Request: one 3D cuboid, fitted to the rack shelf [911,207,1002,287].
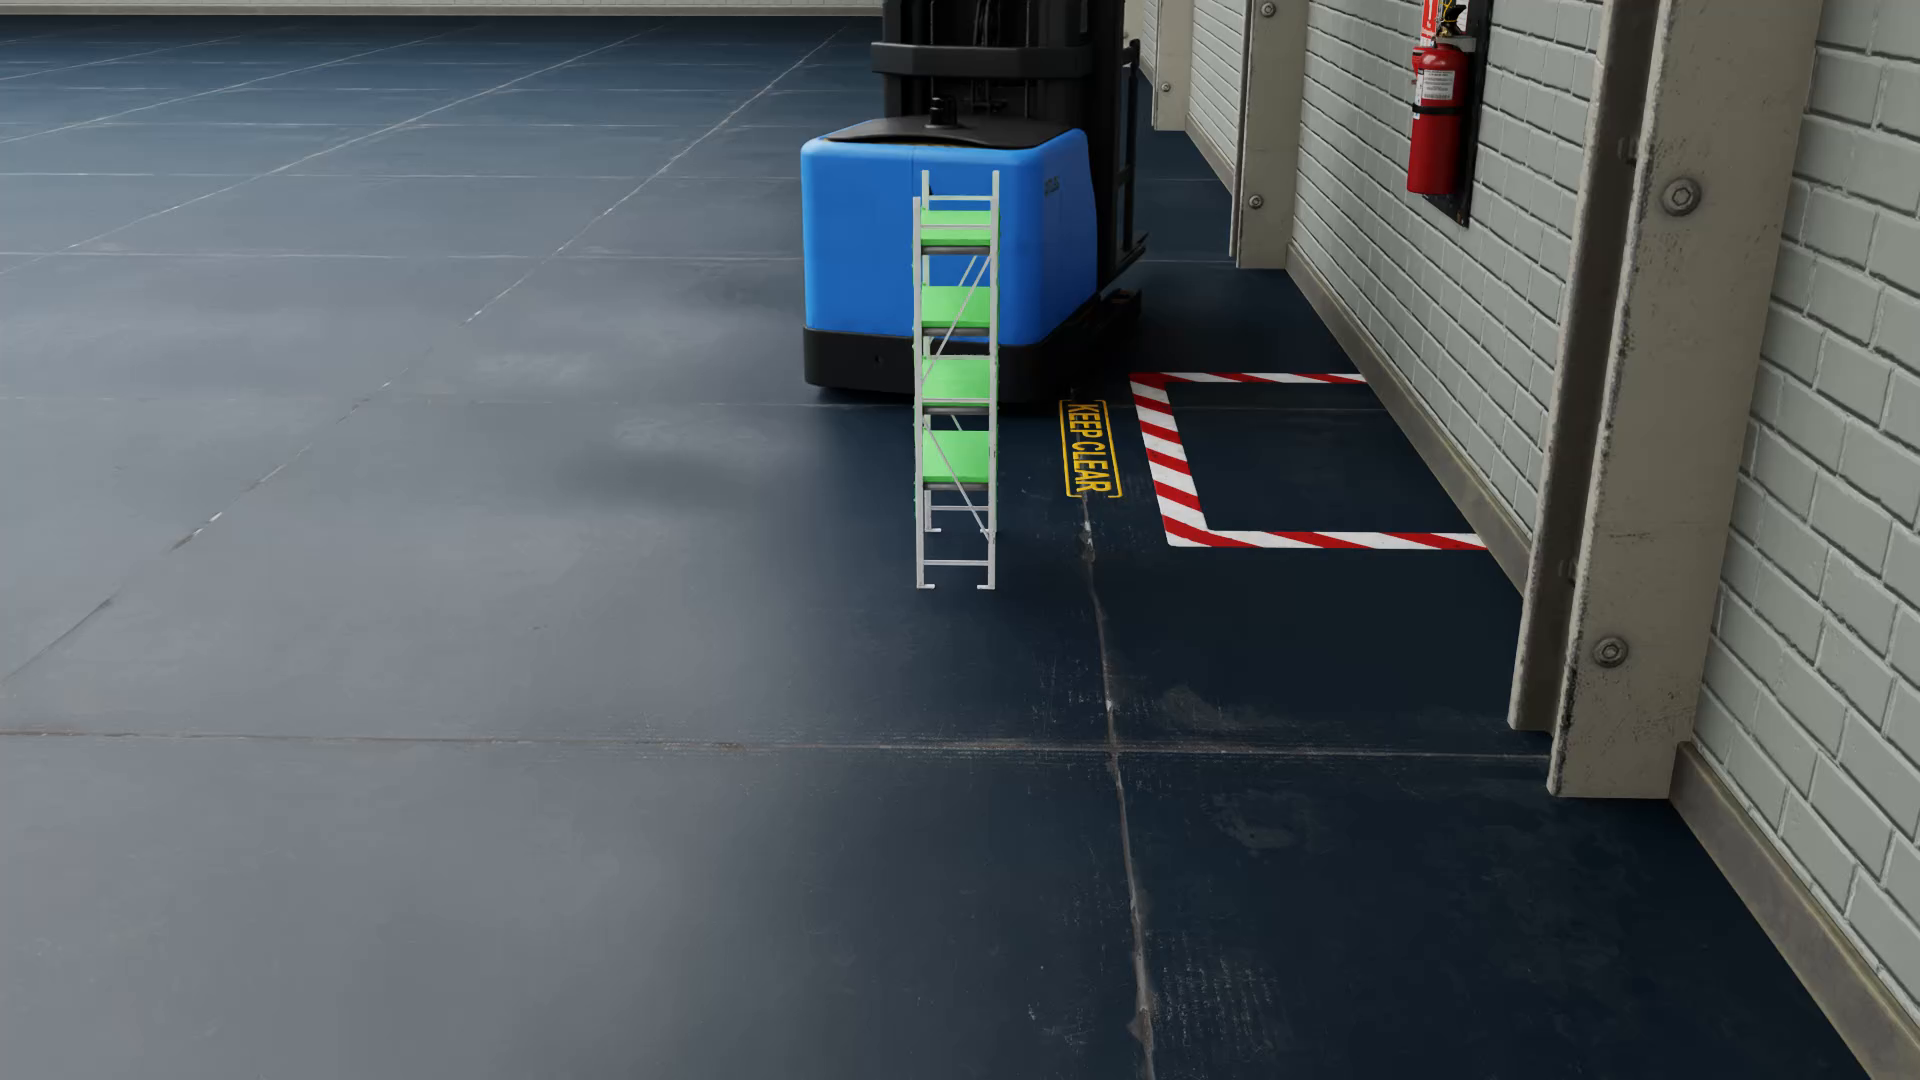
[{"bbox_3d":[-0.005,-0.887,5.007,0.258,0.148,0.480,1,21,2],"label":"rack shelf"}]

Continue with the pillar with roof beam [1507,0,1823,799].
[{"bbox_3d":[-2.733,-3.702,2.631,9.100,9.000,0.400,1,21,2],"label":"pillar with roof beam"}]

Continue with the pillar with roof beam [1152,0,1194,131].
[{"bbox_3d":[-2.368,-8.041,13.813,9.100,9.000,0.400,1,21,2],"label":"pillar with roof beam"}]

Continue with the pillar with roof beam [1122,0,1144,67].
[{"bbox_3d":[-2.185,-10.211,19.404,9.100,9.000,0.400,1,21,2],"label":"pillar with roof beam"}]

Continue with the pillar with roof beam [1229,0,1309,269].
[{"bbox_3d":[-2.550,-5.872,8.222,9.100,9.000,0.400,1,21,2],"label":"pillar with roof beam"}]

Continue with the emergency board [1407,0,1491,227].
[{"bbox_3d":[1.684,-1.751,5.896,0.194,1.169,0.643,1,21,2],"label":"emergency board"}]

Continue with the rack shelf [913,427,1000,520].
[{"bbox_3d":[-0.005,-0.216,5.268,0.258,0.148,0.480,1,21,2],"label":"rack shelf"}]

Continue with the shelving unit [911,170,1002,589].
[{"bbox_3d":[-0.005,-0.500,5.158,0.258,1.200,0.503,1,21,2],"label":"shelving unit"}]

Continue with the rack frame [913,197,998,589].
[{"bbox_3d":[-0.012,-0.411,4.930,0.240,1.200,0.015,1,21,2],"label":"rack frame"}]

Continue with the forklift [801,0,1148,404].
[{"bbox_3d":[0.275,-2.421,7.718,1.130,2.935,3.031,7,22,17],"label":"forklift"}]

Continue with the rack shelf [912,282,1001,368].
[{"bbox_3d":[-0.005,-0.664,5.094,0.258,0.148,0.480,1,21,2],"label":"rack shelf"}]

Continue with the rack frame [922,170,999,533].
[{"bbox_3d":[0.002,-0.588,5.385,0.240,1.200,0.015,1,21,2],"label":"rack frame"}]

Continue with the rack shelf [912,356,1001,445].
[{"bbox_3d":[-0.005,-0.440,5.181,0.258,0.148,0.480,1,21,2],"label":"rack shelf"}]

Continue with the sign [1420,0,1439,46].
[{"bbox_3d":[1.804,-1.967,6.402,0.001,0.329,0.234,1,21,2],"label":"sign"}]
